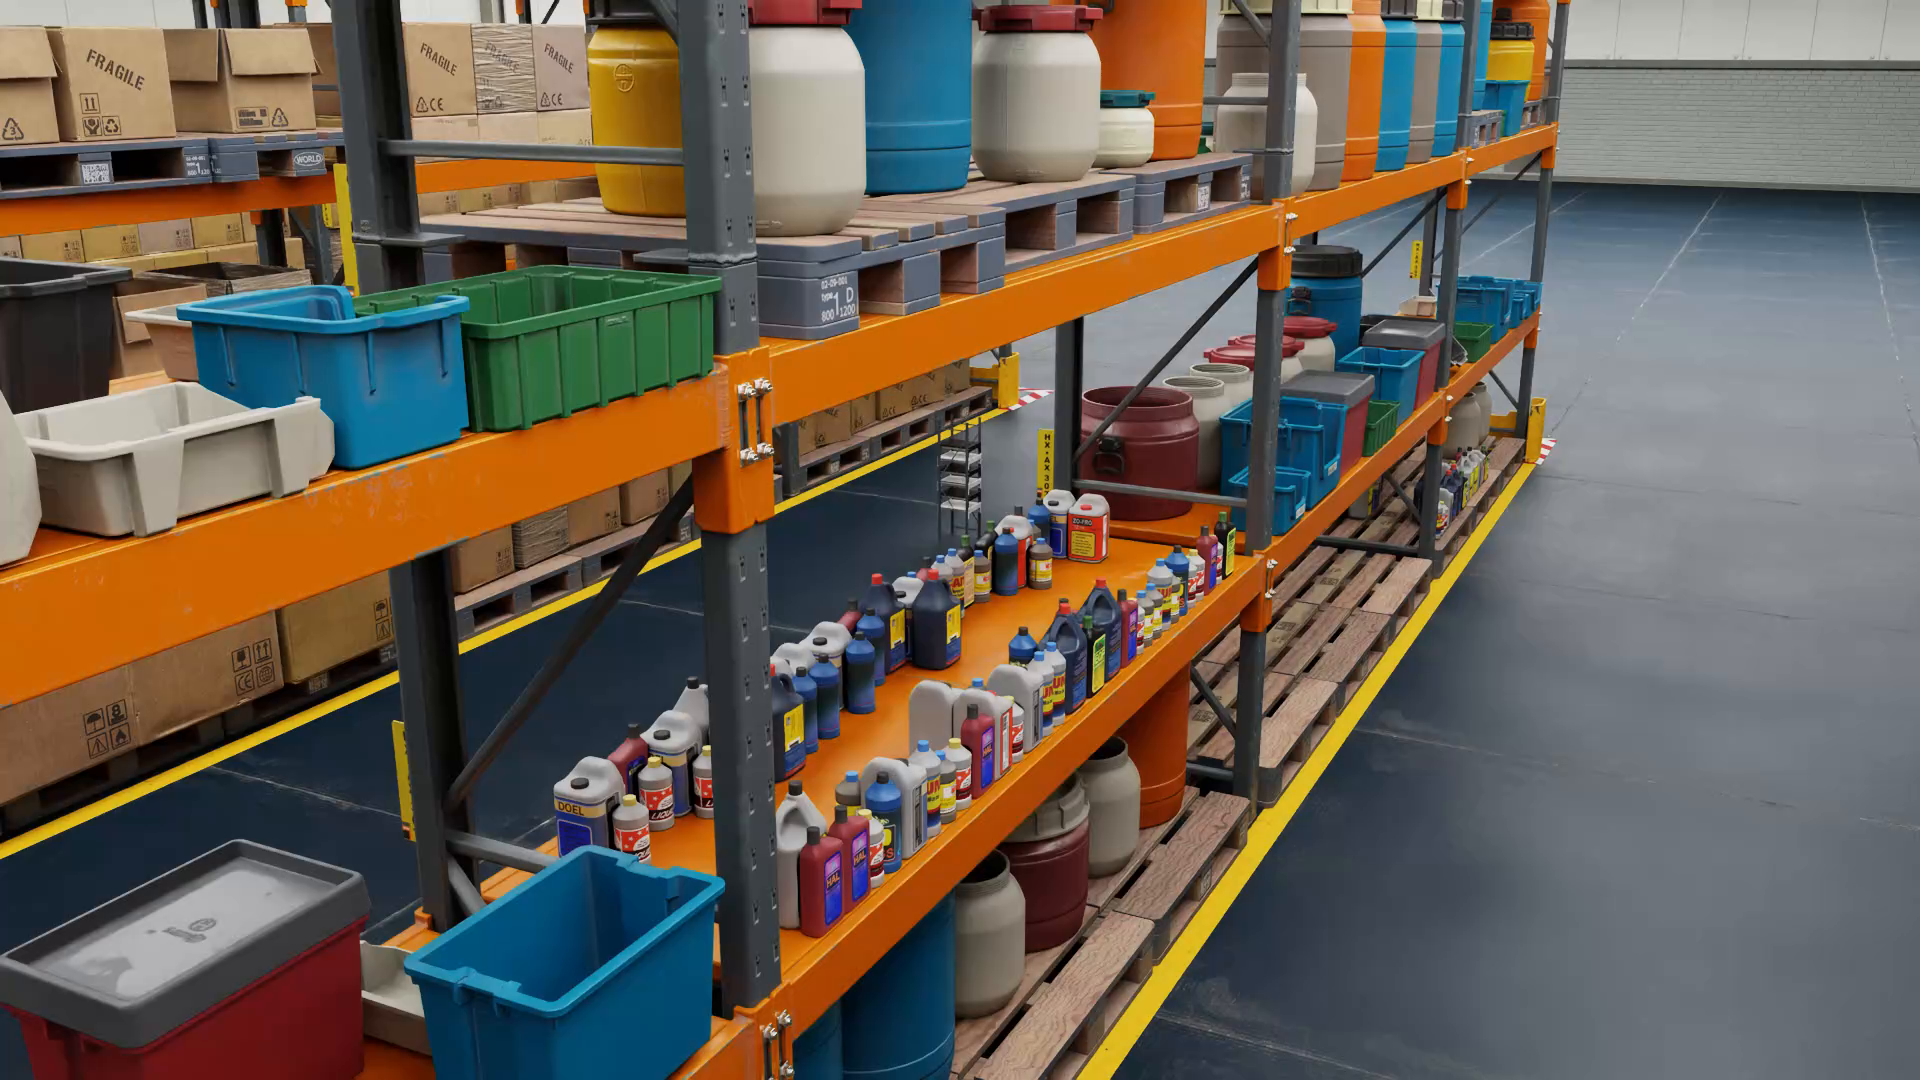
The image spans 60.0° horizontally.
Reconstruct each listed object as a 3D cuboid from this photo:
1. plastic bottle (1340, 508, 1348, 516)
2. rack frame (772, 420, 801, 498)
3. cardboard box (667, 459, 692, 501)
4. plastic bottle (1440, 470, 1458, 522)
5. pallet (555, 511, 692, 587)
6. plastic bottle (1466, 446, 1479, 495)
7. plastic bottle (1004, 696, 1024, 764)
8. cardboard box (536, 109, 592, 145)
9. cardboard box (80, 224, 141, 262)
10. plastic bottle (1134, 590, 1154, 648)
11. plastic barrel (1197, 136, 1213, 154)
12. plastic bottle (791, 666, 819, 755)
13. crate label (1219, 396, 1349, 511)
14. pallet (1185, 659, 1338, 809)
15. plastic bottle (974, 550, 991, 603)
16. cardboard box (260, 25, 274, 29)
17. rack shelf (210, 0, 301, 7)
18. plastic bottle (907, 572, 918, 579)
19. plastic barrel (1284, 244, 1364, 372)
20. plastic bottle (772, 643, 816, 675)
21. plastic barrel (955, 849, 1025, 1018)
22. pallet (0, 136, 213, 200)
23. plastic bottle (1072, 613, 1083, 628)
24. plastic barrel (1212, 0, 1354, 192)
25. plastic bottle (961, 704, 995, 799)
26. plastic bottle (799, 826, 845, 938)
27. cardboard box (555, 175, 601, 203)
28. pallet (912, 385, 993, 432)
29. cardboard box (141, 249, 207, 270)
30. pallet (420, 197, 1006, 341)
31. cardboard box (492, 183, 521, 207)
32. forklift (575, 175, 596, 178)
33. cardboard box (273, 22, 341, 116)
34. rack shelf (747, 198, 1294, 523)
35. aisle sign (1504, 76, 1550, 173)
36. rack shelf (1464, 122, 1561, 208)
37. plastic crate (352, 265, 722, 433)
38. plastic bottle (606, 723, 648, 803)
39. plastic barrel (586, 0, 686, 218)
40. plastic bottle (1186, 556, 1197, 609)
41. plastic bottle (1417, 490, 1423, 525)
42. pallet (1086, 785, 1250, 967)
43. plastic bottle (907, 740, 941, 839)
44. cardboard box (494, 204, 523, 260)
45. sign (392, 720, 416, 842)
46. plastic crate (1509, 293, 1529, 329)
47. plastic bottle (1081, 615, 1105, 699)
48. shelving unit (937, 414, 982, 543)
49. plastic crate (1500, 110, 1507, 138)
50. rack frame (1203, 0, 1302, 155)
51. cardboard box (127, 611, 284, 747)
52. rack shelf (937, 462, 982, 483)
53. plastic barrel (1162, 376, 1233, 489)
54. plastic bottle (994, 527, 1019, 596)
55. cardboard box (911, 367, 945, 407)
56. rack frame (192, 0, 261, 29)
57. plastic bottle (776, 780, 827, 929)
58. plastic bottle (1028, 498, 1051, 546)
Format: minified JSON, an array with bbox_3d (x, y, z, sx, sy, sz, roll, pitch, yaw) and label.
[{"bbox_3d":[2.715,-0.361,11.852,0.144,0.351,0.185,8,18,24],"label":"plastic bottle"},{"bbox_3d":[-1.746,-1.849,12.983,1.000,3.000,0.127,8,18,25],"label":"rack frame"},{"bbox_3d":[-2.269,-0.589,12.358,0.700,0.500,0.500,8,18,25],"label":"cardboard box"},{"bbox_3d":[3.417,-0.313,11.690,0.144,0.351,0.185,9,19,27],"label":"plastic bottle"},{"bbox_3d":[-2.636,-0.002,11.662,1.003,0.211,1.213,8,18,25],"label":"pallet"},{"bbox_3d":[3.775,-0.517,12.376,0.144,0.351,0.185,9,19,28],"label":"plastic bottle"},{"bbox_3d":[0.148,0.582,5.145,0.097,0.201,0.097,0,17,0],"label":"plastic bottle"},{"bbox_3d":[-2.644,-2.547,10.326,0.500,0.250,0.500,9,19,27],"label":"cardboard box"},{"bbox_3d":[-7.035,-2.518,13.302,0.700,0.500,0.500,8,18,25],"label":"cardboard box"},{"bbox_3d":[0.667,0.287,6.140,0.097,0.201,0.097,0,17,0],"label":"plastic bottle"},{"bbox_3d":[0.963,-1.633,7.260,0.294,0.245,0.294,0,17,0],"label":"plastic barrel"},{"bbox_3d":[-0.494,0.528,5.204,0.097,0.271,0.097,0,17,0],"label":"plastic bottle"},{"bbox_3d":[1.584,-0.436,8.162,0.502,0.435,0.616,8,18,25],"label":"crate label"},{"bbox_3d":[1.279,0.944,8.476,1.003,0.211,1.213,8,18,25],"label":"pallet"},{"bbox_3d":[0.073,0.142,6.628,0.097,0.201,0.097,0,17,0],"label":"plastic bottle"},{"bbox_3d":[-6.259,-4.589,15.066,0.380,0.149,0.250,8,18,25],"label":"cardboard box"},{"bbox_3d":[-7.031,-4.336,12.784,1.077,0.370,4.000,8,18,25],"label":"rack shelf"},{"bbox_3d":[-0.177,0.251,6.139,0.097,0.271,0.097,0,17,0],"label":"plastic bottle"},{"bbox_3d":[2.242,-1.400,10.589,0.600,0.901,0.708,8,18,25],"label":"plastic barrel"},{"bbox_3d":[-0.554,0.481,5.356,0.152,0.276,0.135,8,18,25],"label":"plastic bottle"},{"bbox_3d":[0.018,1.360,5.808,0.421,0.512,0.421,0,17,0],"label":"plastic barrel"},{"bbox_3d":[-4.270,-1.722,7.617,1.003,0.211,1.213,9,19,28],"label":"pallet"},{"bbox_3d":[0.392,0.377,5.691,0.061,0.283,0.133,8,18,25],"label":"plastic bottle"},{"bbox_3d":[1.459,-2.060,7.544,0.600,0.901,0.600,0,17,0],"label":"plastic barrel"},{"bbox_3d":[0.053,0.609,4.911,0.061,0.283,0.133,8,18,25],"label":"plastic bottle"},{"bbox_3d":[-0.344,0.835,4.149,0.061,0.283,0.133,8,18,25],"label":"plastic bottle"},{"bbox_3d":[-2.226,-2.154,12.216,1.000,1.000,1.000,8,18,26],"label":"cardboard box"},{"bbox_3d":[-0.387,-1.310,16.064,1.003,0.211,1.213,8,18,25],"label":"pallet"},{"bbox_3d":[-6.583,-2.130,13.751,0.500,0.500,0.500,8,18,26],"label":"cardboard box"},{"bbox_3d":[-0.626,-0.741,4.315,1.213,0.211,1.003,8,18,25],"label":"pallet"},{"bbox_3d":[-5.086,-3.748,17.215,0.875,0.550,0.550,8,18,25],"label":"cardboard box"},{"bbox_3d":[-3.224,-2.491,15.264,1.130,2.935,3.031,8,18,26],"label":"forklift"},{"bbox_3d":[-3.544,-2.709,9.557,0.500,0.500,0.500,9,19,27],"label":"cardboard box"},{"bbox_3d":[0.004,-0.784,5.391,1.077,0.370,4.000,8,18,25],"label":"rack shelf"},{"bbox_3d":[4.771,-3.465,13.856,0.394,0.787,0.004,8,18,25],"label":"aisle sign"},{"bbox_3d":[3.579,-2.822,12.252,1.077,0.370,4.000,8,18,25],"label":"rack shelf"},{"bbox_3d":[-0.808,-0.372,3.111,0.450,0.188,0.662,8,18,25],"label":"plastic crate"},{"bbox_3d":[-0.940,0.668,4.712,0.061,0.283,0.133,8,18,25],"label":"plastic bottle"},{"bbox_3d":[-0.663,-1.169,4.357,0.600,0.588,0.600,0,17,0],"label":"plastic barrel"},{"bbox_3d":[0.884,0.163,6.557,0.097,0.201,0.097,0,17,0],"label":"plastic bottle"},{"bbox_3d":[3.244,-0.253,11.605,0.061,0.283,0.133,8,18,25],"label":"plastic bottle"},{"bbox_3d":[0.583,1.342,7.134,1.003,0.211,1.213,8,18,25],"label":"pallet"},{"bbox_3d":[-0.102,0.691,4.654,0.097,0.271,0.097,0,17,0],"label":"plastic bottle"},{"bbox_3d":[-5.064,-3.227,17.358,0.875,0.550,0.550,8,18,25],"label":"cardboard box"},{"bbox_3d":[-1.381,0.615,4.199,0.100,0.325,0.005,8,18,25],"label":"sign"},{"bbox_3d":[4.221,-1.837,13.201,0.499,0.251,0.408,8,18,25],"label":"plastic crate"},{"bbox_3d":[0.446,0.385,5.665,0.061,0.283,0.133,8,18,25],"label":"plastic bottle"},{"bbox_3d":[-0.004,-0.429,11.889,0.258,0.900,0.210,8,18,25],"label":"shelving unit"},{"bbox_3d":[3.634,-2.923,11.701,0.336,0.188,0.450,8,18,25],"label":"plastic crate"},{"bbox_3d":[0.898,-3.076,6.577,1.000,3.000,0.127,8,18,25],"label":"rack frame"},{"bbox_3d":[-4.265,0.386,8.451,1.225,0.875,0.875,8,18,26],"label":"cardboard box"},{"bbox_3d":[-0.004,-0.484,11.873,0.258,0.077,0.200,8,18,25],"label":"rack shelf"},{"bbox_3d":[1.167,-0.543,8.389,0.421,0.512,0.421,0,17,0],"label":"plastic barrel"},{"bbox_3d":[0.187,0.082,6.706,0.097,0.271,0.097,0,17,0],"label":"plastic bottle"},{"bbox_3d":[-0.489,-1.558,15.654,0.500,0.500,0.500,14,22,40],"label":"cardboard box"},{"bbox_3d":[-8.824,-7.005,19.804,1.000,3.000,0.127,8,18,25],"label":"rack frame"},{"bbox_3d":[-0.424,0.783,4.205,0.144,0.351,0.185,8,18,25],"label":"plastic bottle"},{"bbox_3d":[0.339,-0.044,7.129,0.097,0.271,0.097,0,17,0],"label":"plastic bottle"}]
